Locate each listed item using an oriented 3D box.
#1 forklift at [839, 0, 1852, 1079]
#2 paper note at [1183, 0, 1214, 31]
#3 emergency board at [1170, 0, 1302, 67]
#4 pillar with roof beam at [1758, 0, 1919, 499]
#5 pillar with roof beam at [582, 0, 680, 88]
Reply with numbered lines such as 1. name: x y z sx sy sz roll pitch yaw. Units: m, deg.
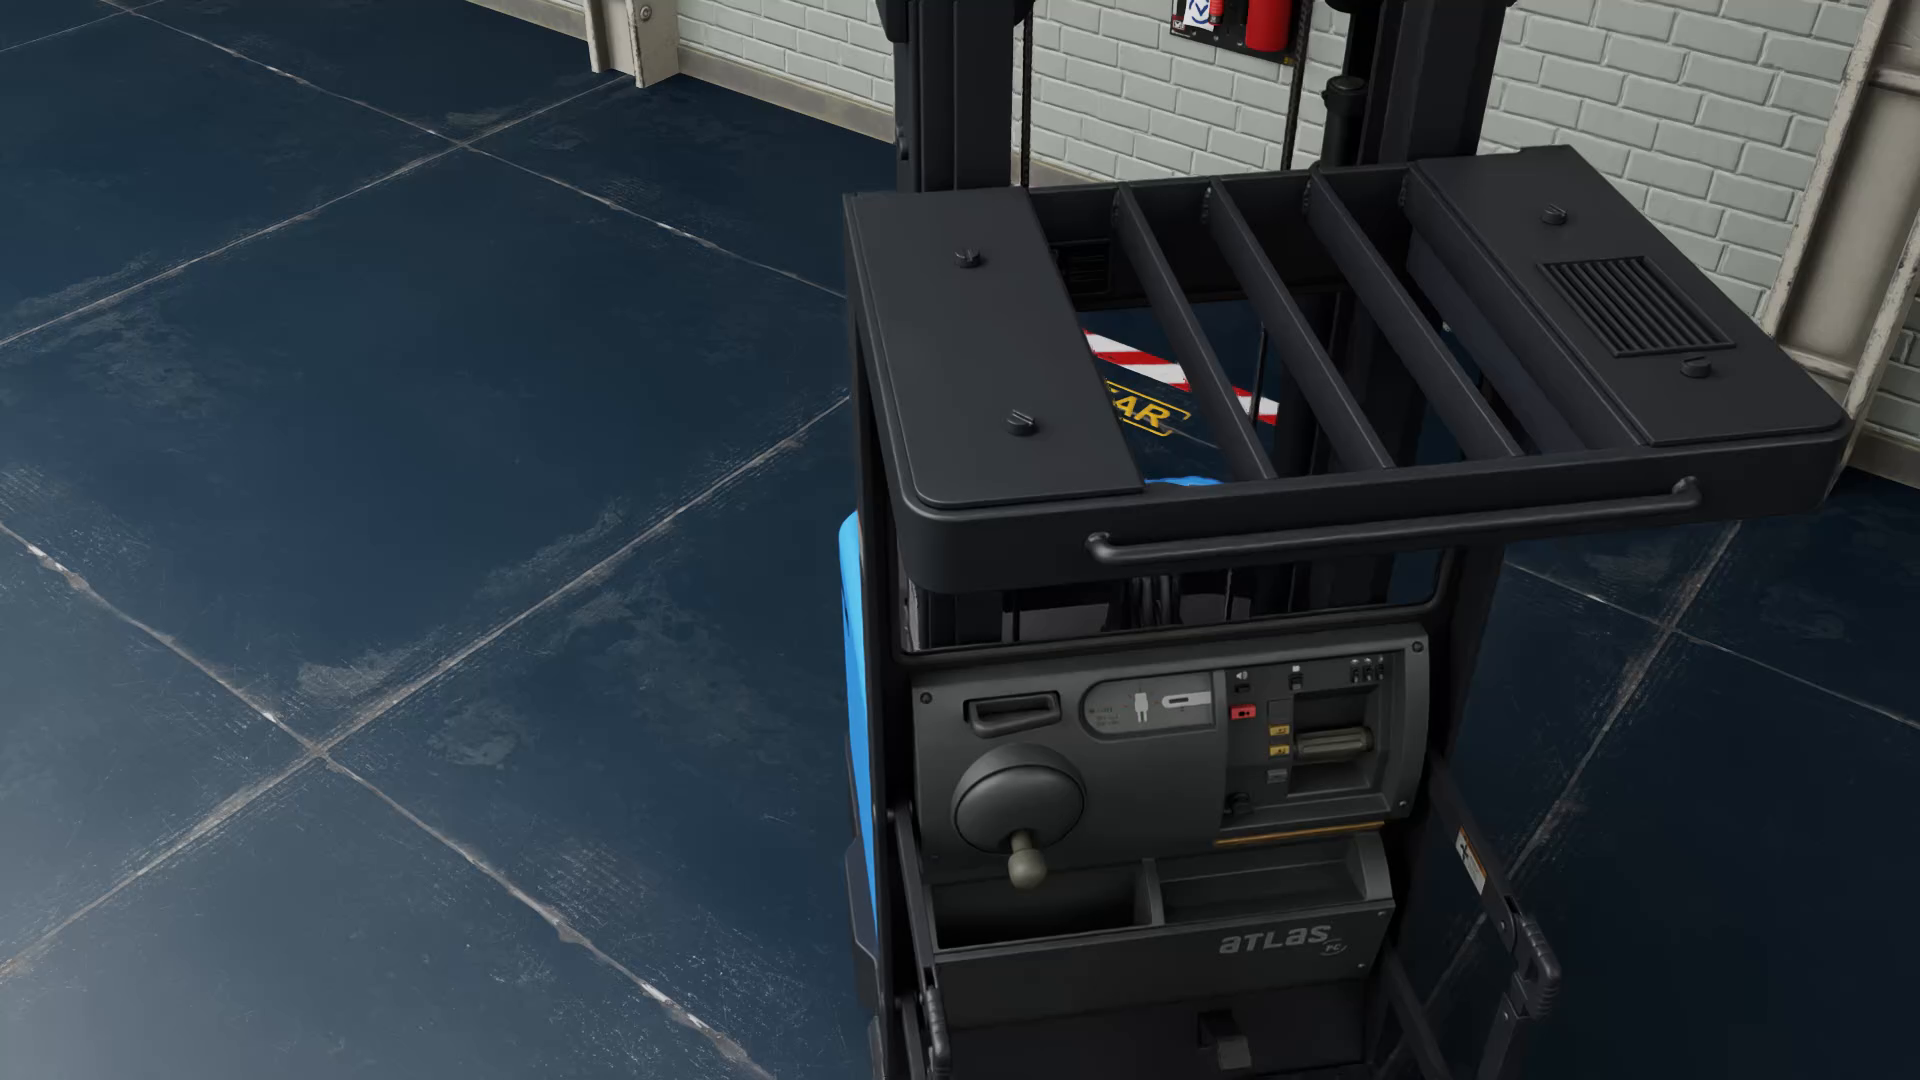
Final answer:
1. forklift: 0.415 0.458 2.788 1.130 2.935 3.031 -5 38 -7
2. paper note: 0.984 -2.172 6.806 0.142 0.148 0.016 25 45 29
3. emergency board: 1.083 -2.419 6.406 0.643 1.169 0.194 25 45 29
4. pillar with roof beam: 0.407 -1.729 0.658 0.400 9.000 9.100 25 45 29
5. pillar with roof beam: -4.359 -3.976 3.529 0.400 9.000 9.100 25 45 29
